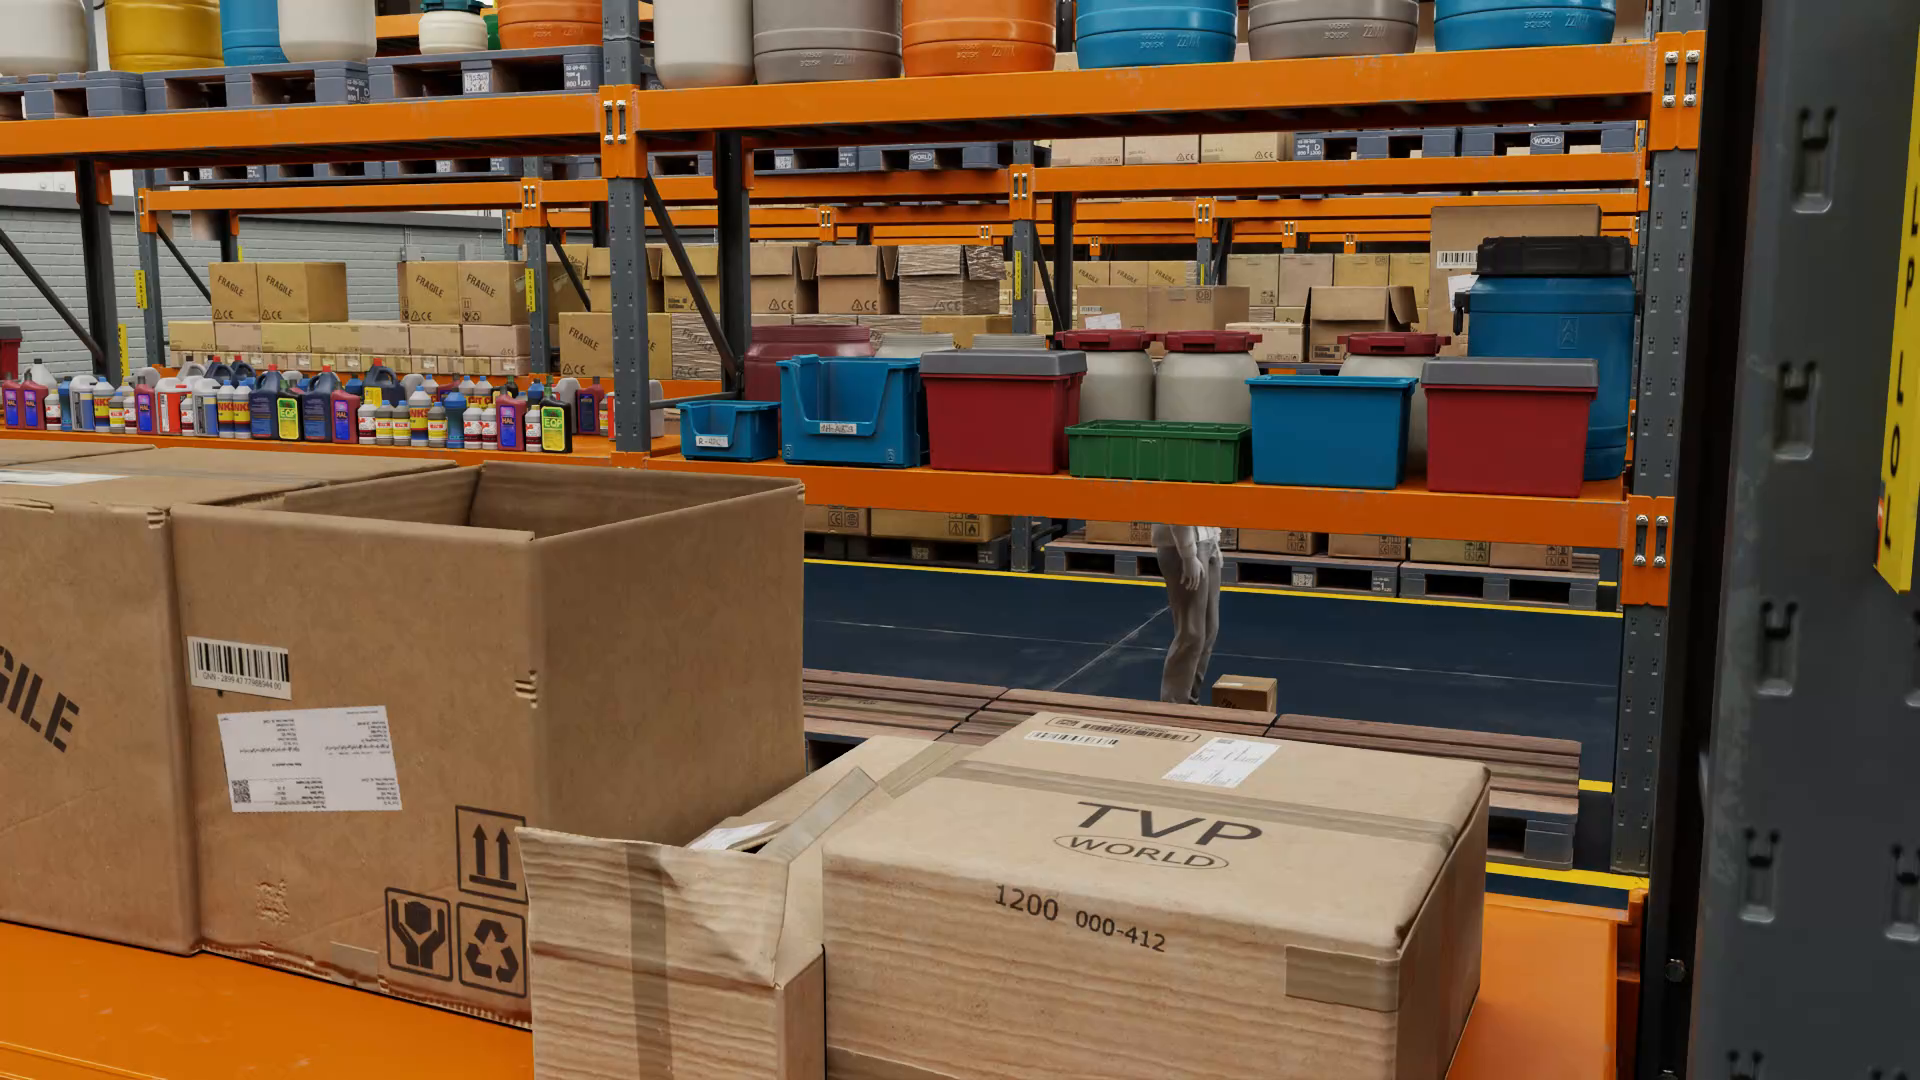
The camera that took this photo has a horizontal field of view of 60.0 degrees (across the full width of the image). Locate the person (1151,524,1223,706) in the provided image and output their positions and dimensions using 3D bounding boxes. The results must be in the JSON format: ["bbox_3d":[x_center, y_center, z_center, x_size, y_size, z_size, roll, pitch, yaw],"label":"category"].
[{"bbox_3d":[1.056,0.057,7.477,0.371,1.663,0.529,3,9,21],"label":"person"}]
